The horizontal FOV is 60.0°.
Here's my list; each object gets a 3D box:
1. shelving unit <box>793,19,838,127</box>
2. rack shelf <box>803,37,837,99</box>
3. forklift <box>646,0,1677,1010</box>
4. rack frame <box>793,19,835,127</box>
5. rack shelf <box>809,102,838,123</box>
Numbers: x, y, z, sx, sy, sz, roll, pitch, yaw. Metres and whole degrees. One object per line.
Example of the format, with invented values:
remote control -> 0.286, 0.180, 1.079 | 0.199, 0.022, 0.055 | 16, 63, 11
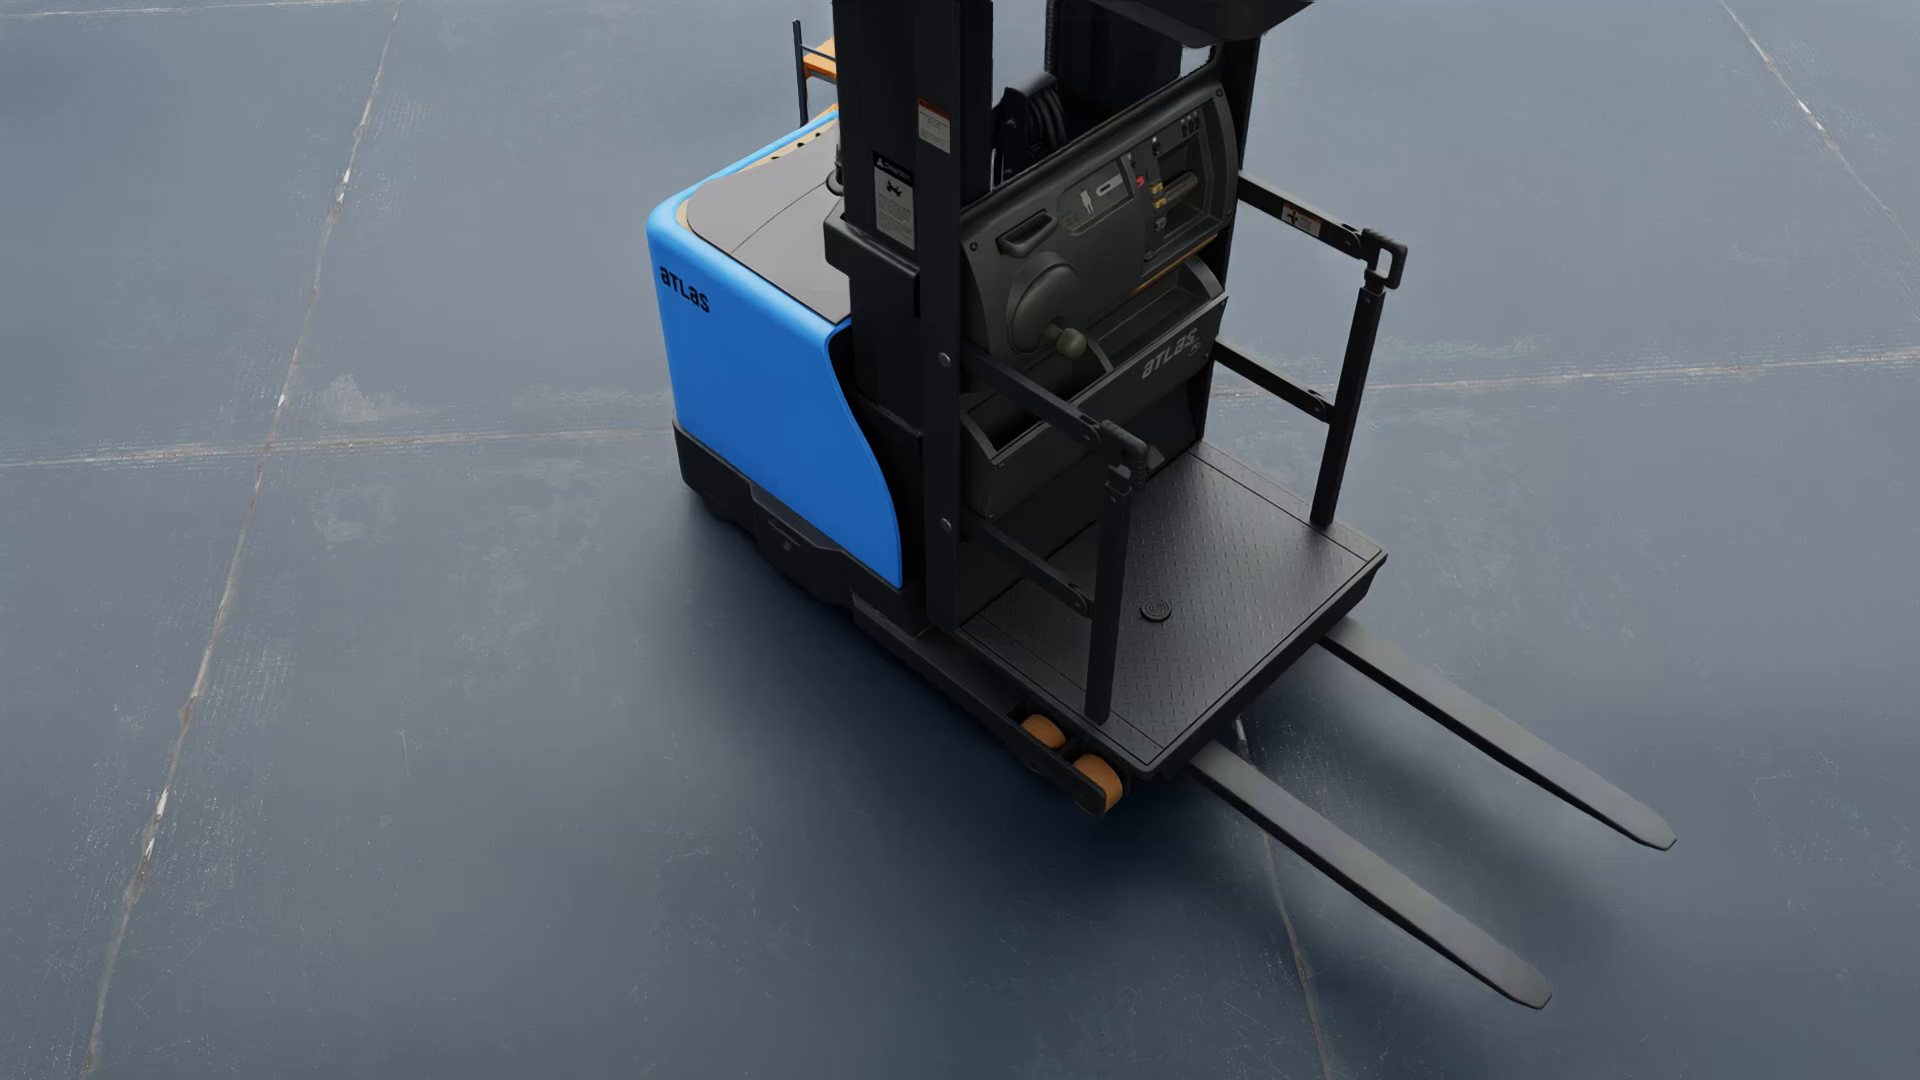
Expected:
shelving unit -> -0.273, -1.281, 5.637 | 0.258, 1.200, 0.503 | 27, 52, 23
rack shelf -> -0.273, -1.551, 5.352 | 0.258, 0.148, 0.480 | 27, 52, 23
forklift -> 0.508, -0.692, 3.887 | 3.031, 2.935, 1.130 | 35, 56, 29
rack frame -> -0.412, -1.136, 5.500 | 0.240, 1.200, 0.015 | 27, 52, 23
rack shelf -> -0.273, -1.389, 5.524 | 0.258, 0.148, 0.480 | 27, 52, 23
